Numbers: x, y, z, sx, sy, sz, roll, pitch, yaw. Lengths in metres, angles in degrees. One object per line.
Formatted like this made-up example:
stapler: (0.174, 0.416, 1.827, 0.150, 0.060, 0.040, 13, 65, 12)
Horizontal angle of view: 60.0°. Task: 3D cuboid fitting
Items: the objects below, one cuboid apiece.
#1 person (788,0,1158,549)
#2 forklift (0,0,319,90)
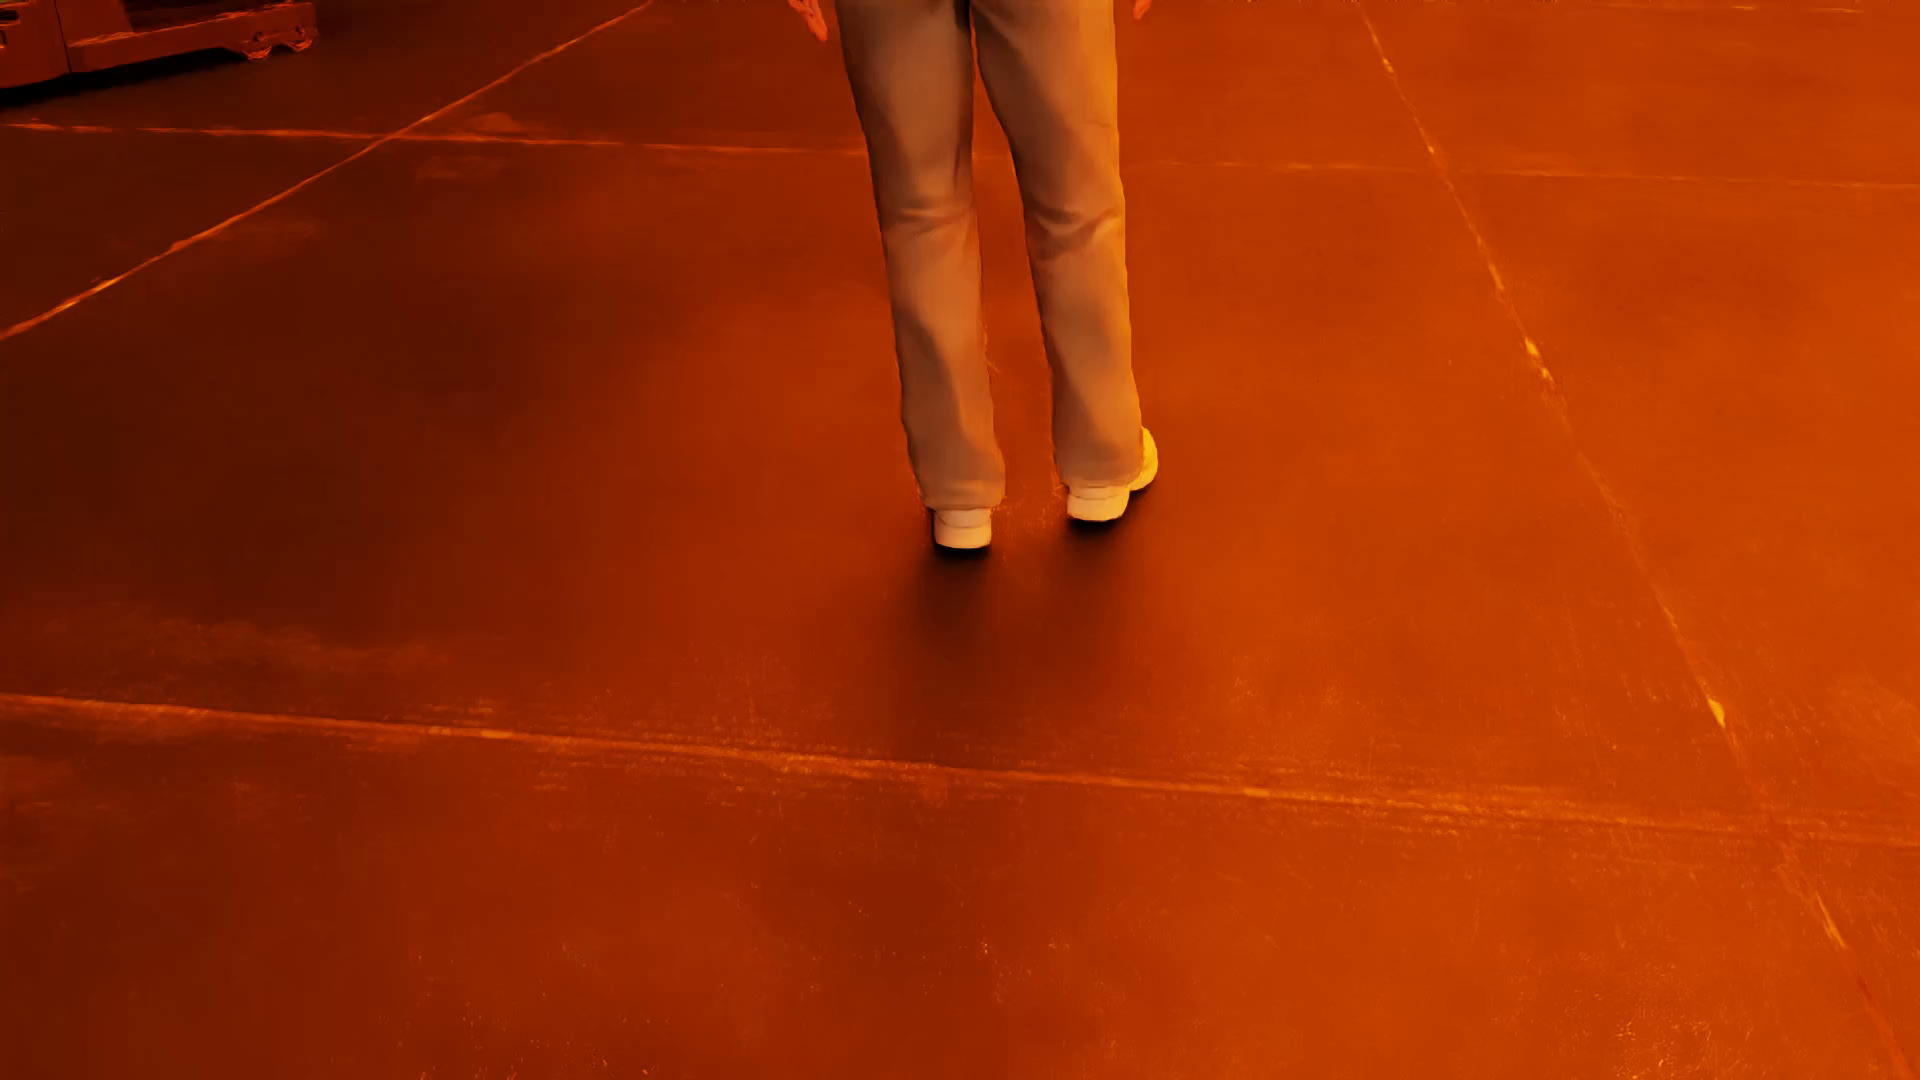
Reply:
person: (0.023, -0.788, 2.187, 0.550, 1.674, 0.548, 3, 27, 7)
forklift: (-3.024, -3.113, 5.456, 1.130, 2.935, 3.031, 13, 29, 24)
